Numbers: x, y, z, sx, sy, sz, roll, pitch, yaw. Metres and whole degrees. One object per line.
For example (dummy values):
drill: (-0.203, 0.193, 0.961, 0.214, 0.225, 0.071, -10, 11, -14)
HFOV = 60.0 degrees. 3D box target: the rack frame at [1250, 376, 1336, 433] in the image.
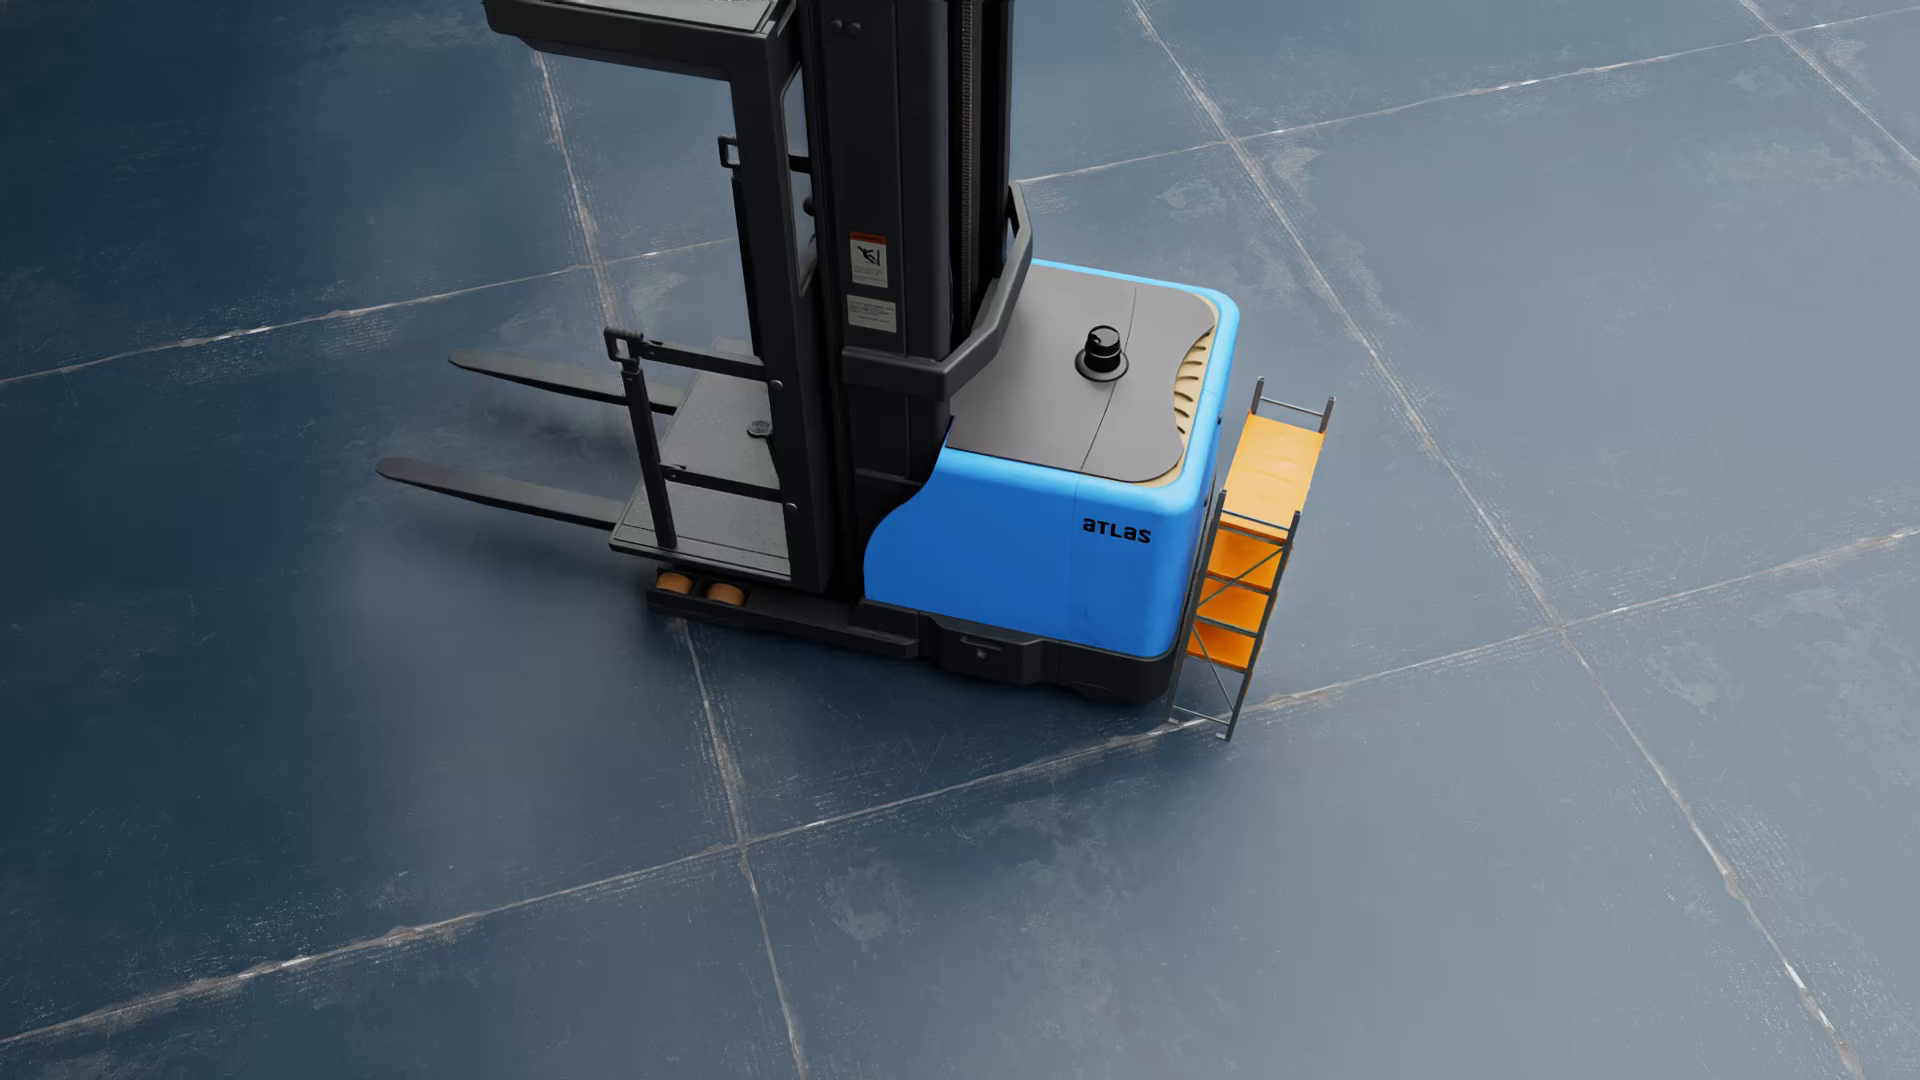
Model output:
rack frame: (1.000, -0.083, 5.527, 0.240, 1.200, 0.015, 17, 52, 10)

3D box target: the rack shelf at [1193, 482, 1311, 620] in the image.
rack shelf: (0.925, -0.006, 5.258, 0.258, 0.148, 0.480, 17, 52, 10)

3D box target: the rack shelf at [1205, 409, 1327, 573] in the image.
rack shelf: (0.935, -0.155, 5.075, 0.258, 0.148, 0.480, 17, 52, 10)

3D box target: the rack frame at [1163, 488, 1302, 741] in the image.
rack frame: (0.837, 0.269, 5.231, 0.240, 1.200, 0.015, 17, 52, 10)

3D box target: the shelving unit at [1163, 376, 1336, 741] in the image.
shelving unit: (0.918, 0.093, 5.379, 0.258, 1.200, 0.503, 17, 52, 10)

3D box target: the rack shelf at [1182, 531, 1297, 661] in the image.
rack shelf: (0.916, 0.136, 5.431, 0.258, 0.148, 0.480, 17, 52, 10)

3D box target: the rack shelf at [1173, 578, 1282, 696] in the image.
rack shelf: (0.907, 0.261, 5.585, 0.258, 0.148, 0.480, 17, 52, 10)

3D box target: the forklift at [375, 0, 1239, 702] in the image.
forklift: (-0.630, -1.011, 5.185, 3.031, 2.935, 1.130, 12, 51, 10)
